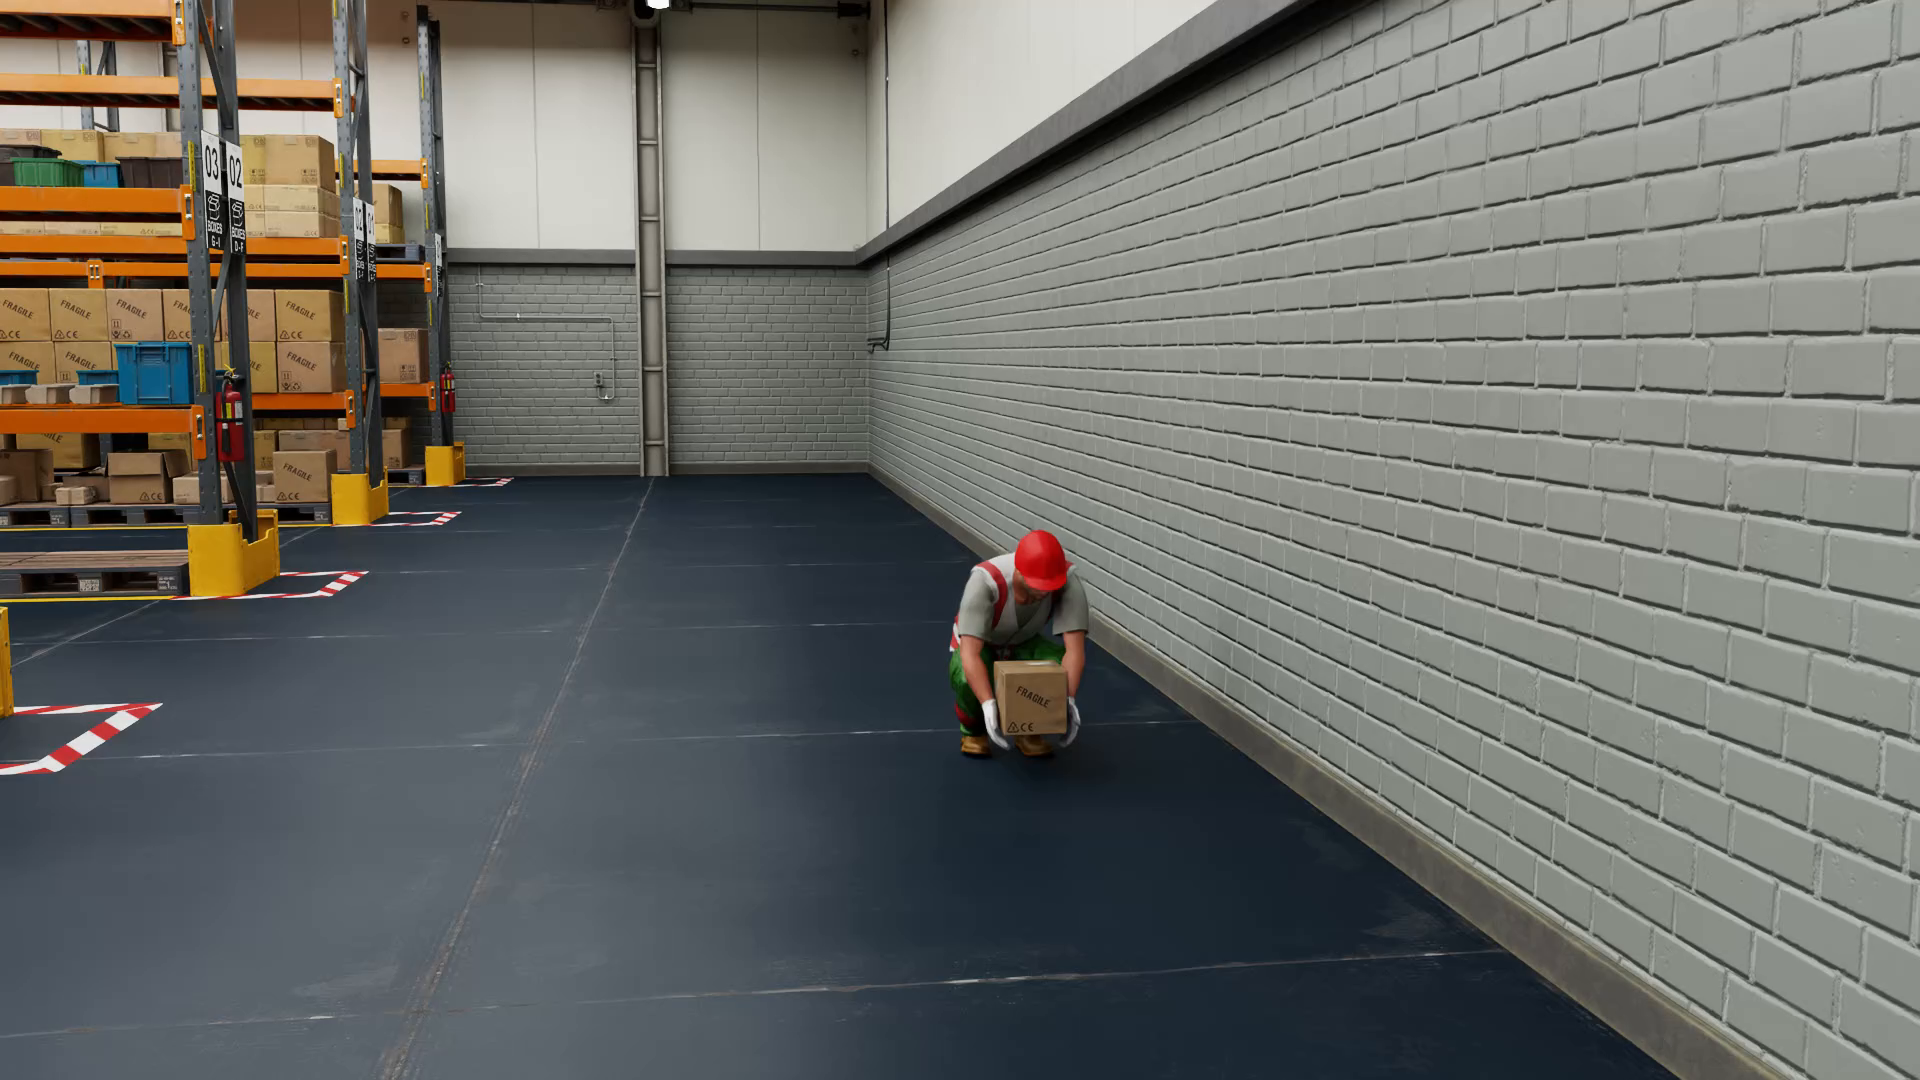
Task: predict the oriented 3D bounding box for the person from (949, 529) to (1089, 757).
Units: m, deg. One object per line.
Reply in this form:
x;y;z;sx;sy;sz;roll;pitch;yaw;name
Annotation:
0.237;0.424;6.929;0.570;0.992;0.871;-1;6;-9;person
